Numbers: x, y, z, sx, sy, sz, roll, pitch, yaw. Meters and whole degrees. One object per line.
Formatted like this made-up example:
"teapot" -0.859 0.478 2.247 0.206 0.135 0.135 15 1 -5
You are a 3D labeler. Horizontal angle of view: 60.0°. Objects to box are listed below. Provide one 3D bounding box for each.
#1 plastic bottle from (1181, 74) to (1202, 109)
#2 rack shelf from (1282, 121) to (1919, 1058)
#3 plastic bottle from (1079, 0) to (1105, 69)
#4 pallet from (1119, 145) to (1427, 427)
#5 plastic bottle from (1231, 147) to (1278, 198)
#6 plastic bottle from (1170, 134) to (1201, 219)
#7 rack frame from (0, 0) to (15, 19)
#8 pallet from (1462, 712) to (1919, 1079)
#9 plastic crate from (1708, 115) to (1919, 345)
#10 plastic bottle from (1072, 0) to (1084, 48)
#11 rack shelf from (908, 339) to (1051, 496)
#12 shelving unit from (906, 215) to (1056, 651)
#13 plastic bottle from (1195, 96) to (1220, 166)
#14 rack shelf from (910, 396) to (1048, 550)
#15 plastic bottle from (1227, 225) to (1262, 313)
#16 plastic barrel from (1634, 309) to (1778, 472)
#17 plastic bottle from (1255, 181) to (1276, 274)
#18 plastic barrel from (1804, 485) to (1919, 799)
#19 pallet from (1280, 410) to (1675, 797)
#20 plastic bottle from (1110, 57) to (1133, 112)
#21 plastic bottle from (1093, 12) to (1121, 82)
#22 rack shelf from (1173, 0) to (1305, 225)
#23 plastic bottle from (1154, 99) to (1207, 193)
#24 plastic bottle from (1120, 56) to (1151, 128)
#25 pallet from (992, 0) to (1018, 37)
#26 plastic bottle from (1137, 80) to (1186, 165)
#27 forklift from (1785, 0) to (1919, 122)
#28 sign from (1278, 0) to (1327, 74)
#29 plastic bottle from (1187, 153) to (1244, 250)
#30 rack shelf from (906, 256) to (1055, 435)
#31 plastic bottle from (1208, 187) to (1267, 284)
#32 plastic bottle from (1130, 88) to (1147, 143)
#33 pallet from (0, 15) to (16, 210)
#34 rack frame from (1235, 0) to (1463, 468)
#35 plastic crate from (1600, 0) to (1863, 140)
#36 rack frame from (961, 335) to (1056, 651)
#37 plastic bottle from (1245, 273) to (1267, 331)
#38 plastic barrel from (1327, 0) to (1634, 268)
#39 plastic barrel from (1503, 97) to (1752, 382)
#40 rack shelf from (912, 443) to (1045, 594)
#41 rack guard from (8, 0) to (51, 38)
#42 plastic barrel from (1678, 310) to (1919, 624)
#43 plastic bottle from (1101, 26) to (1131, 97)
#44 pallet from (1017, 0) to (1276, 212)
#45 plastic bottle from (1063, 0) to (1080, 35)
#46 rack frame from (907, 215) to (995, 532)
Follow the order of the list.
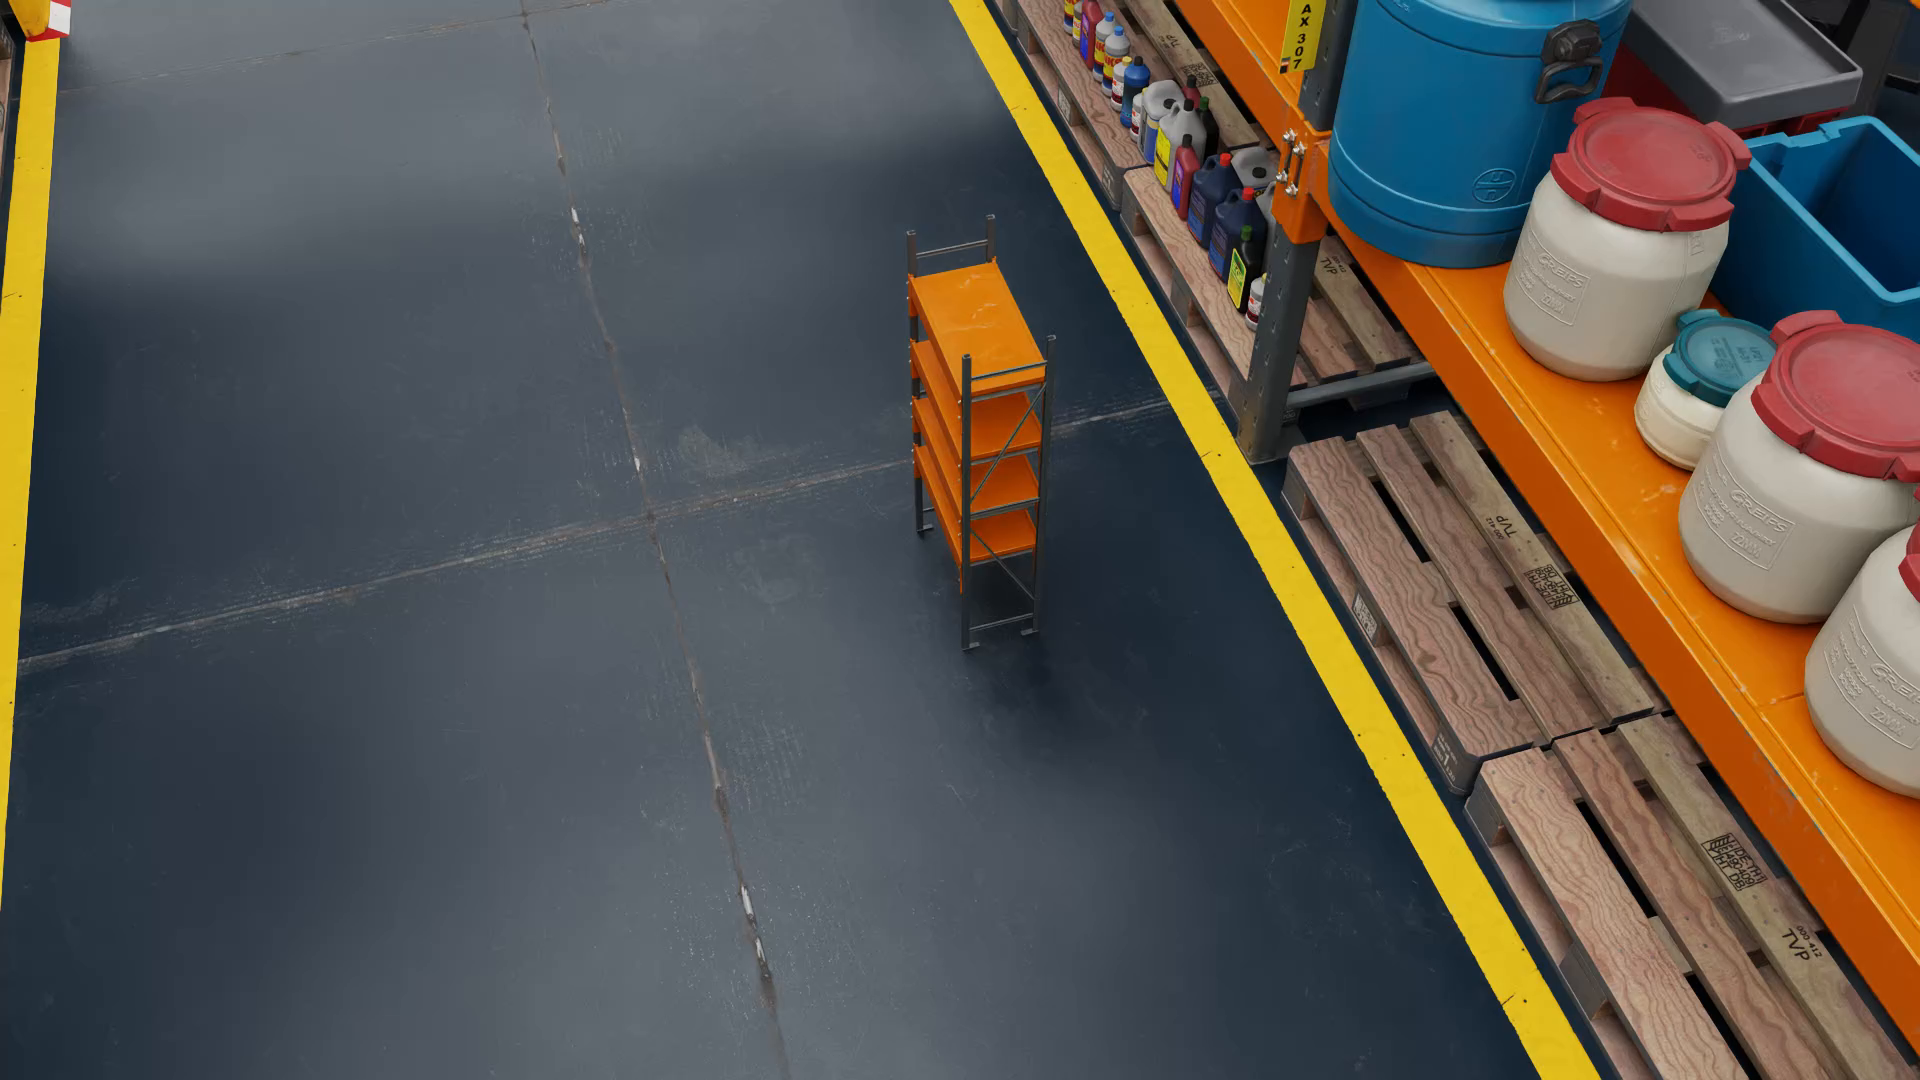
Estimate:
"plastic bottle" 0.848 -1.552 6.086 0.061 0.283 0.133 -13 51 -11
"rack shelf" 2.000 0.332 3.479 1.077 0.370 4.000 -13 51 -11
"plastic bottle" 0.514 -1.984 6.450 0.061 0.283 0.133 -13 51 -10
"pallet" 1.250 -0.962 5.923 1.003 0.211 1.213 -13 51 -11
"plastic bottle" 1.021 -1.222 5.812 0.152 0.276 0.135 -13 51 -11
"plastic bottle" 0.798 -1.282 5.858 0.061 0.283 0.133 -10 51 -9
"rack frame" -4.505 -3.162 5.954 1.000 3.000 0.127 -13 51 -11
"pallet" 2.043 0.995 4.273 1.003 0.211 1.213 -13 51 -11
"plastic crate" 2.032 -0.620 3.821 0.392 0.384 0.575 -13 51 -11
"plastic bottle" 0.495 -2.052 6.560 0.097 0.201 0.097 0 50 0
"rack shelf" 0.049 -0.367 4.570 0.258 0.148 0.480 -13 51 -11
"shelving unit" 0.049 -0.266 4.689 0.258 1.200 0.503 -13 51 -11
"plastic bottle" 0.881 -1.450 6.000 0.061 0.283 0.133 -13 51 -11
"rack shelf" 0.049 -0.222 4.741 0.258 0.148 0.480 -13 51 -11
"plastic bottle" 0.952 -0.904 5.539 0.061 0.283 0.133 -11 51 -9
"plastic barrel" 1.654 -0.315 3.644 0.301 0.262 0.301 0 50 0
"plastic bottle" 1.081 -1.087 5.649 0.144 0.351 0.185 -13 51 -11
"plastic barrel" 1.827 0.196 3.034 0.433 0.535 0.433 0 50 0
"pallet" 1.678 0.103 5.025 1.003 0.211 1.213 -13 51 -11
"plastic bottle" 0.625 -1.732 6.290 0.097 0.201 0.097 0 50 0
"plastic bottle" 0.566 -1.900 6.386 0.097 0.271 0.097 0 50 0
"rack shelf" 0.818 -2.590 5.942 1.077 0.370 4.000 -13 51 -11
"plastic bottle" 0.791 -1.430 5.938 0.144 0.351 0.185 -14 51 -11
"plastic bottle" 0.655 -1.679 6.200 0.097 0.271 0.097 0 50 0
"pallet" 0.529 -2.744 7.425 1.003 0.211 1.213 -13 51 -11
"plastic bottle" 0.747 -1.526 6.068 0.152 0.276 0.135 -12 51 -10
"forklift" 3.062 -2.628 5.548 3.031 2.935 1.130 23 54 19
"sign" 0.880 -1.334 4.231 0.100 0.325 0.005 -13 51 -11
"plastic bottle" 0.886 -1.194 5.740 0.144 0.351 0.185 -16 52 -13
"rack shelf" 0.049 -0.519 4.389 0.258 0.148 0.480 -13 51 -11
"plastic bottle" 0.943 -1.054 5.621 0.144 0.351 0.185 -15 51 -12
"plastic bottle" 0.686 -1.582 6.164 0.097 0.201 0.097 0 50 0
"pallet" -4.276 -1.607 6.466 1.003 0.211 1.213 -13 51 -11
"rack frame" 1.409 -1.361 4.435 1.000 3.000 0.127 -13 51 -11
"plastic crate" 1.844 -1.097 4.171 0.402 0.464 0.583 -13 51 -11
"rack frame" 0.121 -0.088 4.539 0.240 1.200 0.015 -13 51 -11
"plastic bottle" 1.004 -0.795 5.501 0.097 0.201 0.097 0 50 0
"plastic barrel" 1.234 -1.172 3.948 0.600 0.901 0.708 -13 51 -11
"plastic barrel" 1.482 -0.656 3.752 0.433 0.535 0.433 0 50 0
"rack shelf" 0.049 -0.094 4.893 0.258 0.148 0.480 -13 51 -11
"rack guard" -4.483 -2.301 6.863 1.175 0.500 0.348 -13 51 -11
"plastic barrel" 1.699 -0.120 3.301 0.433 0.535 0.433 0 50 0
"plastic bottle" 0.596 -1.827 6.325 0.097 0.271 0.097 0 50 0
"pallet" 0.886 -1.855 6.675 1.003 0.211 1.213 -13 51 -11
"plastic bottle" 0.465 -2.150 6.597 0.097 0.271 0.097 0 50 0
"rack frame" -0.023 -0.444 4.840 0.240 1.200 0.015 -13 51 -11
